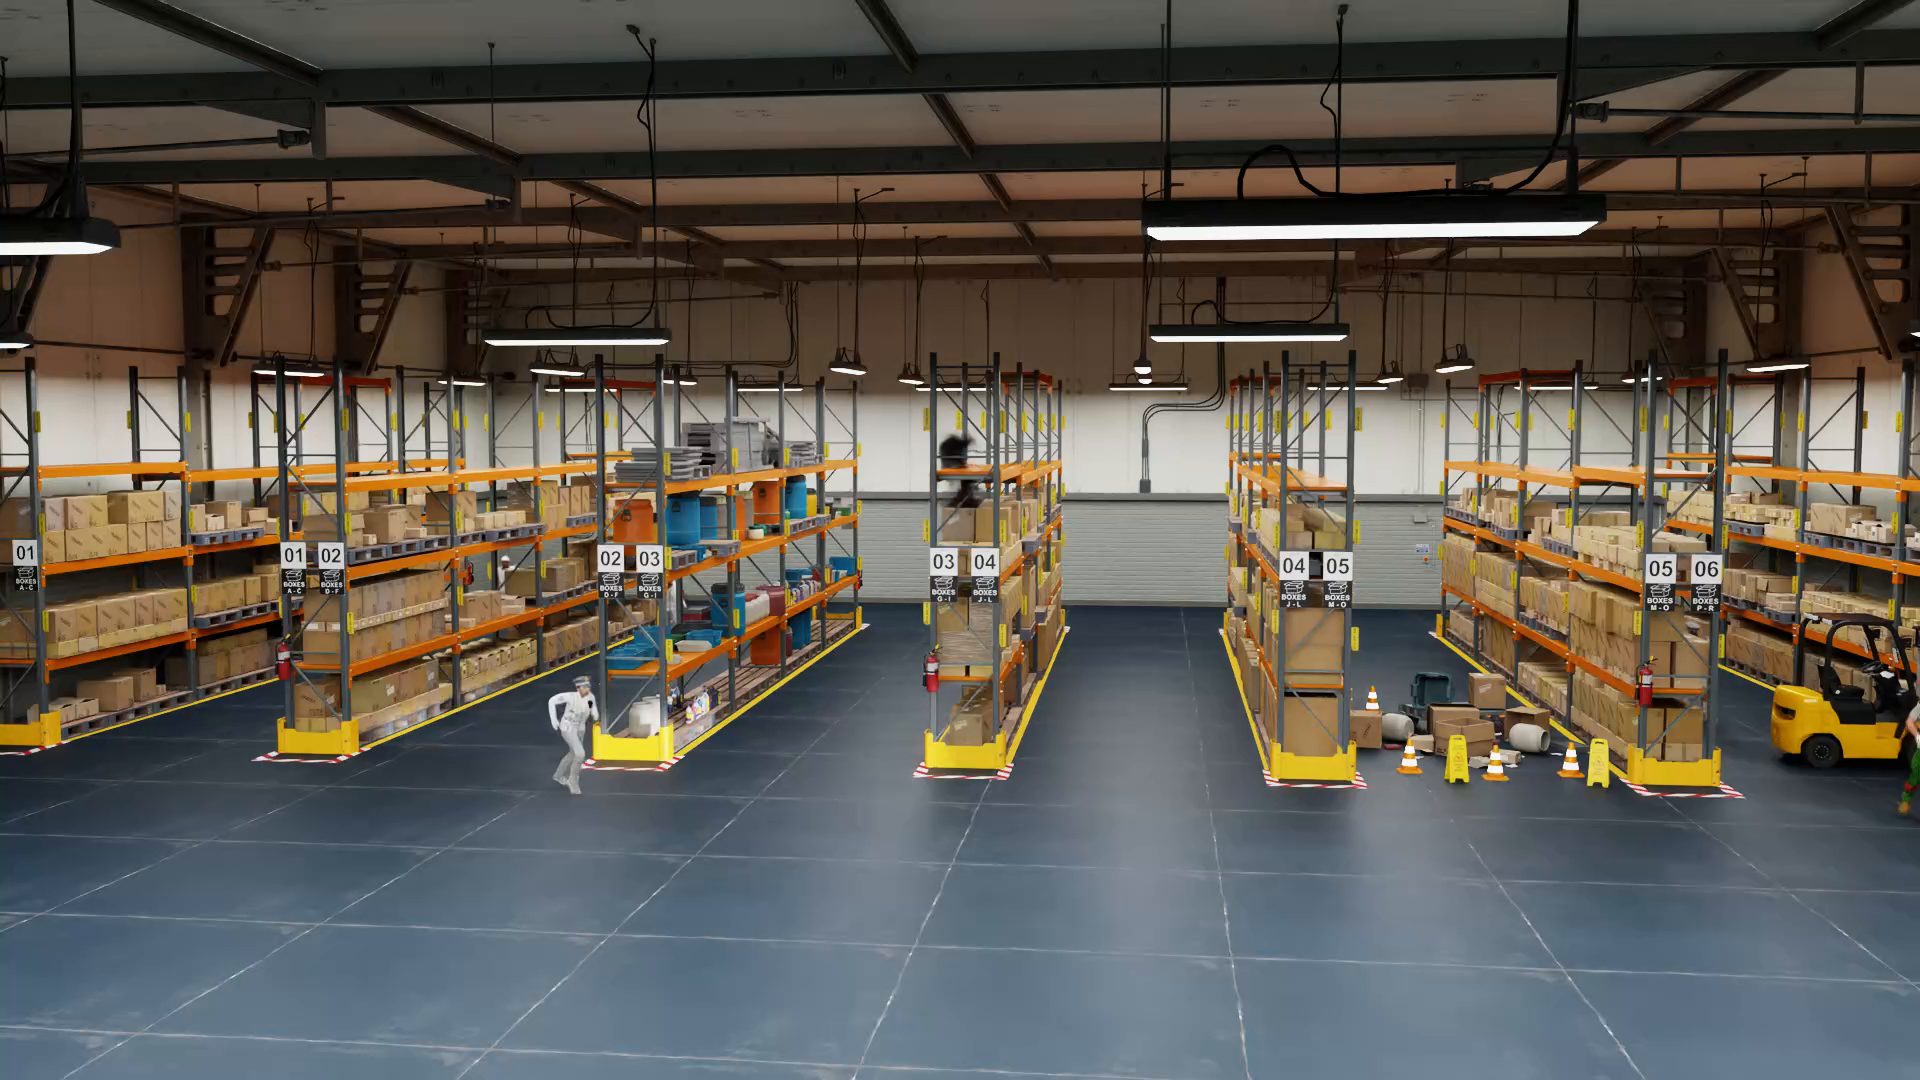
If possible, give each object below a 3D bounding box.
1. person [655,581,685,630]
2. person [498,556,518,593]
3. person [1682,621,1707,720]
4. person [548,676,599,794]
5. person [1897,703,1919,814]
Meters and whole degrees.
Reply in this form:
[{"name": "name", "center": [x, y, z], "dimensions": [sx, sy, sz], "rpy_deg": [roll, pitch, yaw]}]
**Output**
[{"name": "person", "center": [-6.418, 1.531, 36.836], "dimensions": [0.651, 1.722, 0.948], "rpy_deg": [0, 4, -6]}, {"name": "person", "center": [-11.133, 1.254, 40.911], "dimensions": [0.689, 1.735, 0.872], "rpy_deg": [0, 4, -3]}, {"name": "person", "center": [12.317, 2.213, 27.907], "dimensions": [0.598, 1.659, 0.940], "rpy_deg": [0, 4, -1]}, {"name": "person", "center": [-5.252, 2.639, 22.515], "dimensions": [0.886, 1.660, 0.655], "rpy_deg": [4, 5, 41]}, {"name": "person", "center": [12.159, 2.612, 20.668], "dimensions": [0.711, 1.768, 1.010], "rpy_deg": [1, 4, 16]}]
